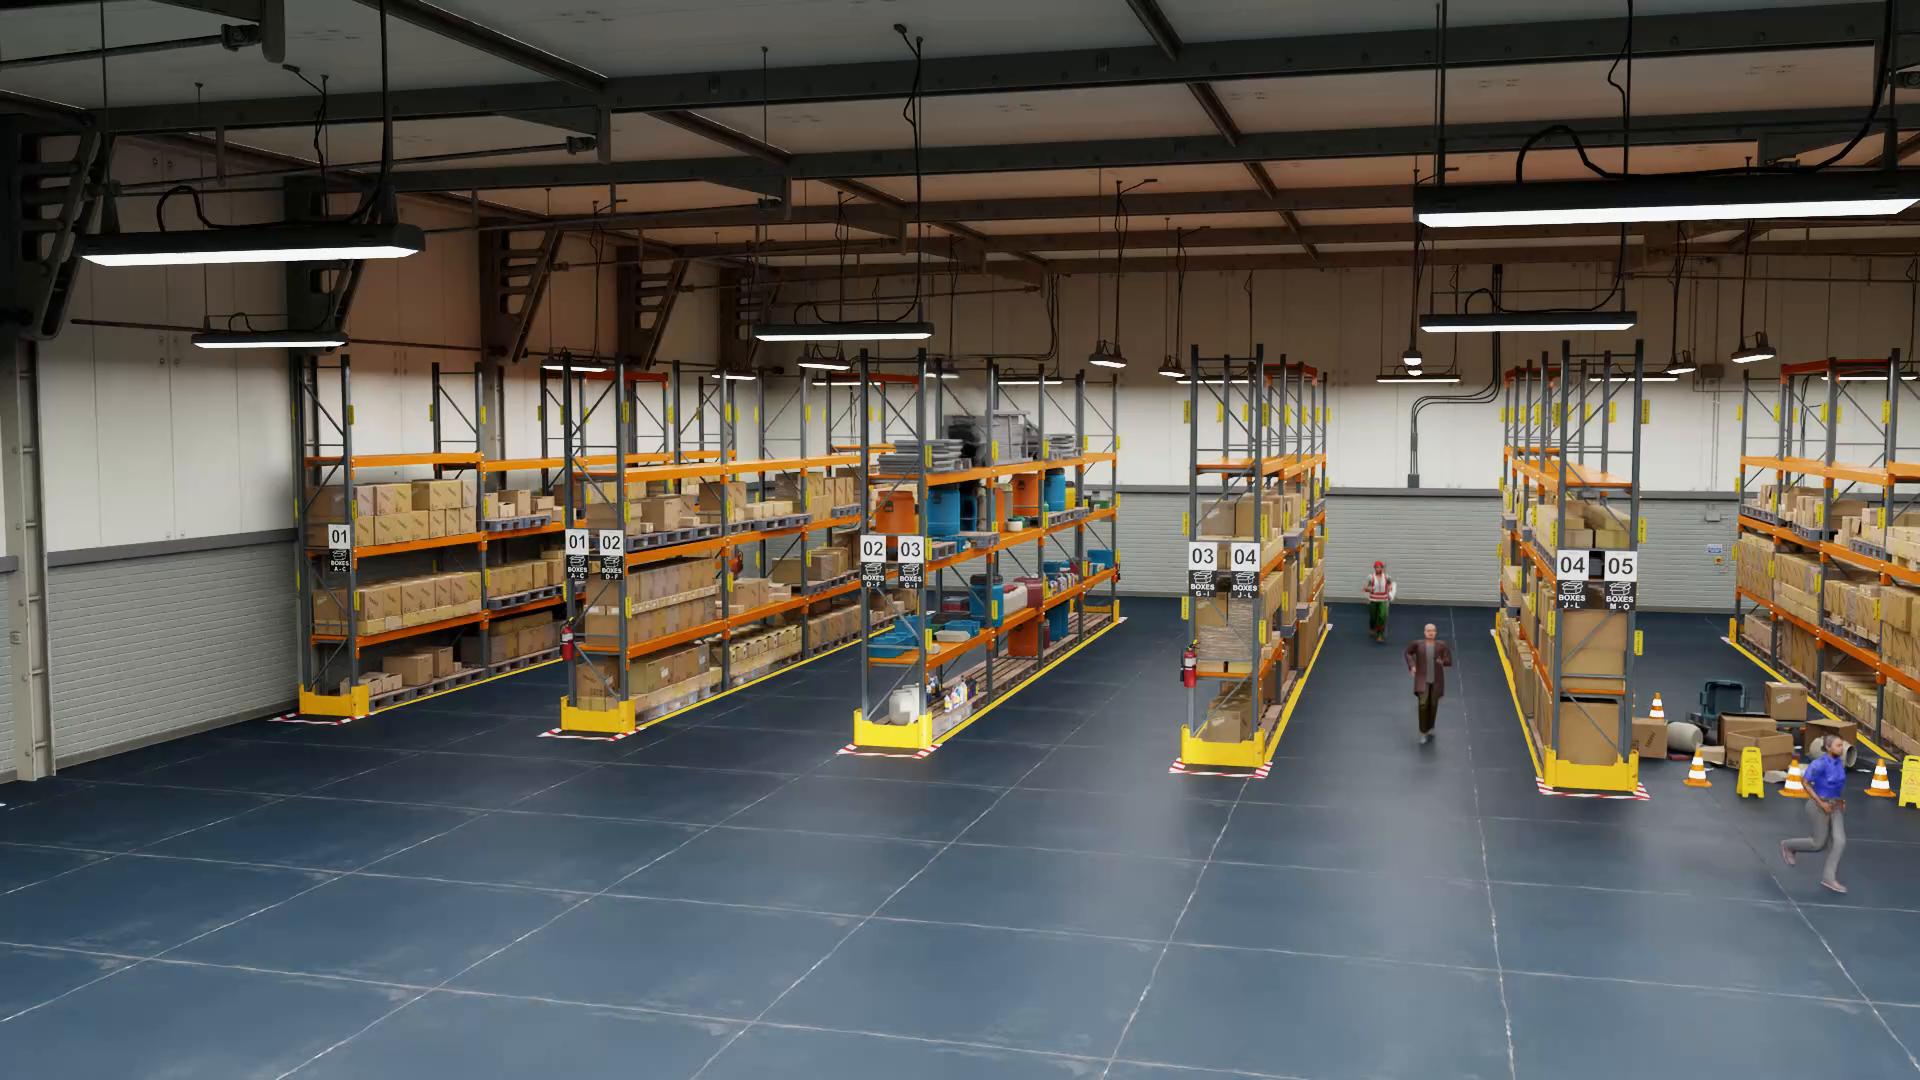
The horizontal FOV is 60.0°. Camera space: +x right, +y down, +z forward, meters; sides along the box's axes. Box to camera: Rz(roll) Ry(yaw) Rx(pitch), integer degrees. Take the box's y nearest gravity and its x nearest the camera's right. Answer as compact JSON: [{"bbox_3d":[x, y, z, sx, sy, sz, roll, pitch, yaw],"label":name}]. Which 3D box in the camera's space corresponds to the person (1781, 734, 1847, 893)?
[{"bbox_3d":[9.196,2.875,17.772,0.600,1.637,0.760,-3,5,-30],"label":"person"}]

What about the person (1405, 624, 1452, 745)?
[{"bbox_3d":[7.197,2.208,25.531,0.682,1.829,0.801,1,4,8],"label":"person"}]

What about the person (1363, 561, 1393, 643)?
[{"bbox_3d":[9.220,1.345,36.718,0.664,1.771,0.932,1,4,7],"label":"person"}]

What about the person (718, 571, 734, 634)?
[{"bbox_3d":[-4.884,1.562,34.872,0.705,1.644,0.661,1,4,9],"label":"person"}]

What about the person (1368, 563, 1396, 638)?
[{"bbox_3d":[9.513,1.362,37.474,0.629,1.712,0.668,1,4,10],"label":"person"}]
